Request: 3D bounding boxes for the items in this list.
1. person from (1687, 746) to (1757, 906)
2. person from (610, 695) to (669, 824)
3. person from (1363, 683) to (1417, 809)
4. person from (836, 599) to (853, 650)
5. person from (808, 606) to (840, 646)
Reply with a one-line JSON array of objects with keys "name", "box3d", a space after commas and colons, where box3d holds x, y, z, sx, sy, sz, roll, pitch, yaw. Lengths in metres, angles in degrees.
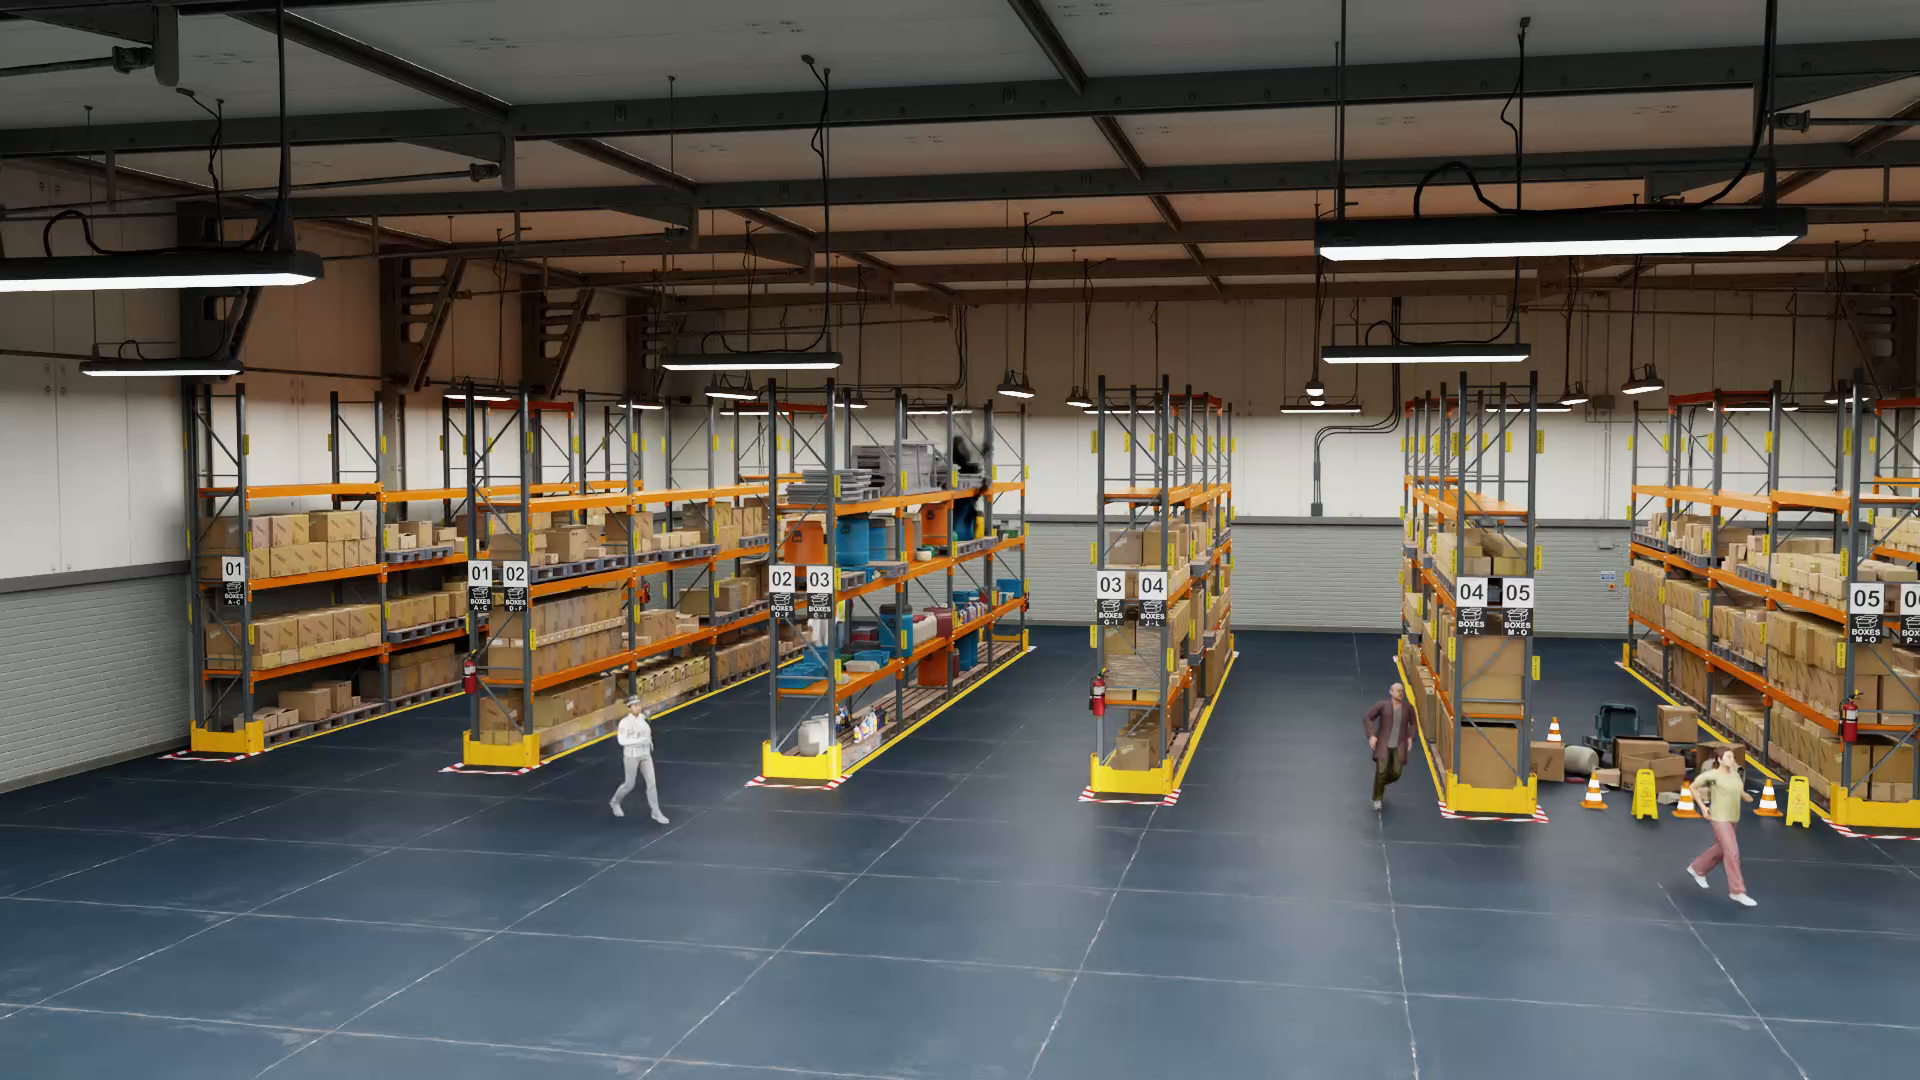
[{"name": "person", "box3d": [8.393, 3.089, 18.278, 0.578, 1.661, 0.948, -2, 4, -27]}, {"name": "person", "box3d": [-4.251, 2.875, 22.044, 0.997, 1.668, 0.624, 3, 4, 43]}, {"name": "person", "box3d": [5.973, 2.837, 23.059, 0.762, 1.725, 0.614, 0, 3, 1]}, {"name": "person", "box3d": [-2.632, 1.784, 35.443, 0.682, 1.823, 0.764, 0, 3, 1]}, {"name": "person", "box3d": [-2.799, 1.903, 33.945, 0.702, 1.755, 0.599, 0, 3, 1]}]
